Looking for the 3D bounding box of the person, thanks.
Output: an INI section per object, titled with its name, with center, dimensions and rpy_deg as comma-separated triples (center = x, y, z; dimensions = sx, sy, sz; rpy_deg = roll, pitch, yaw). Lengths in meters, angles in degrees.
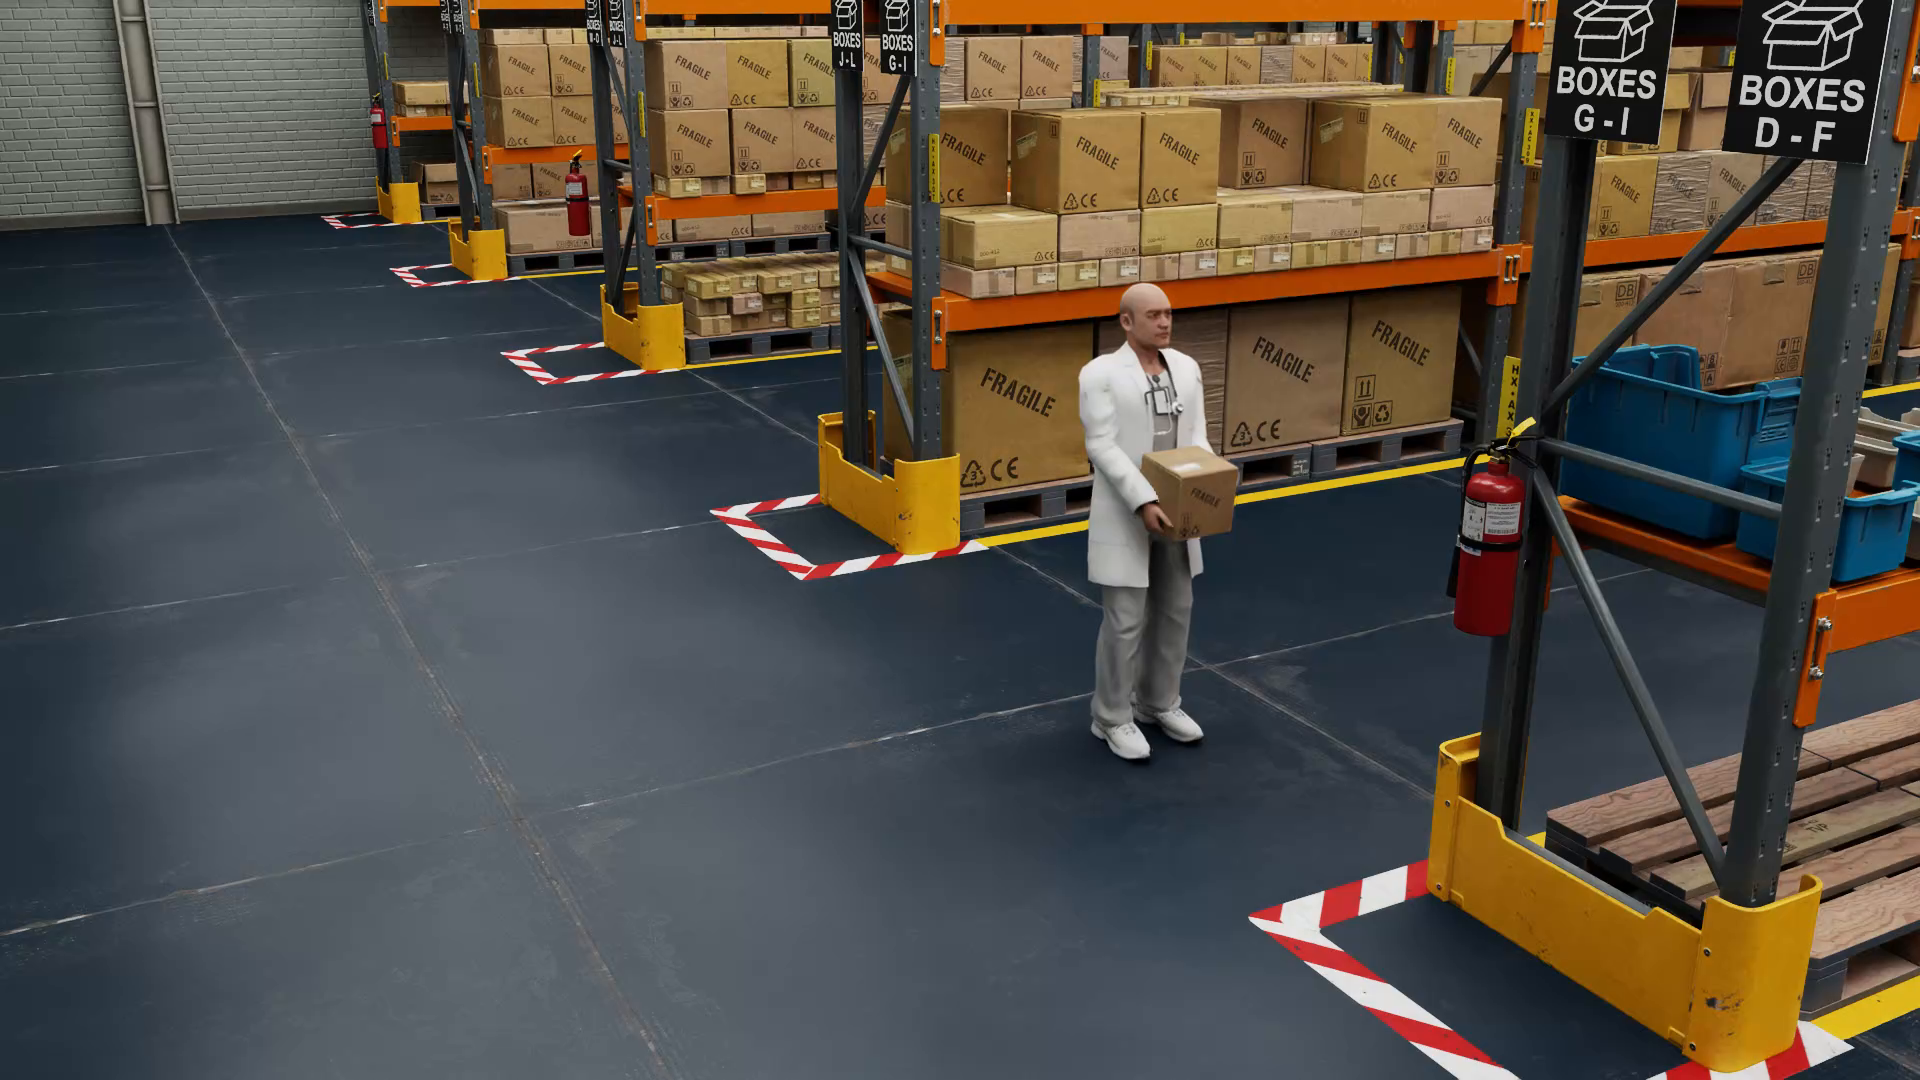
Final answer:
[person]
center = 0.747, -0.055, 6.247
dimensions = 0.533, 1.774, 0.554
rpy_deg = -10, 20, -27
